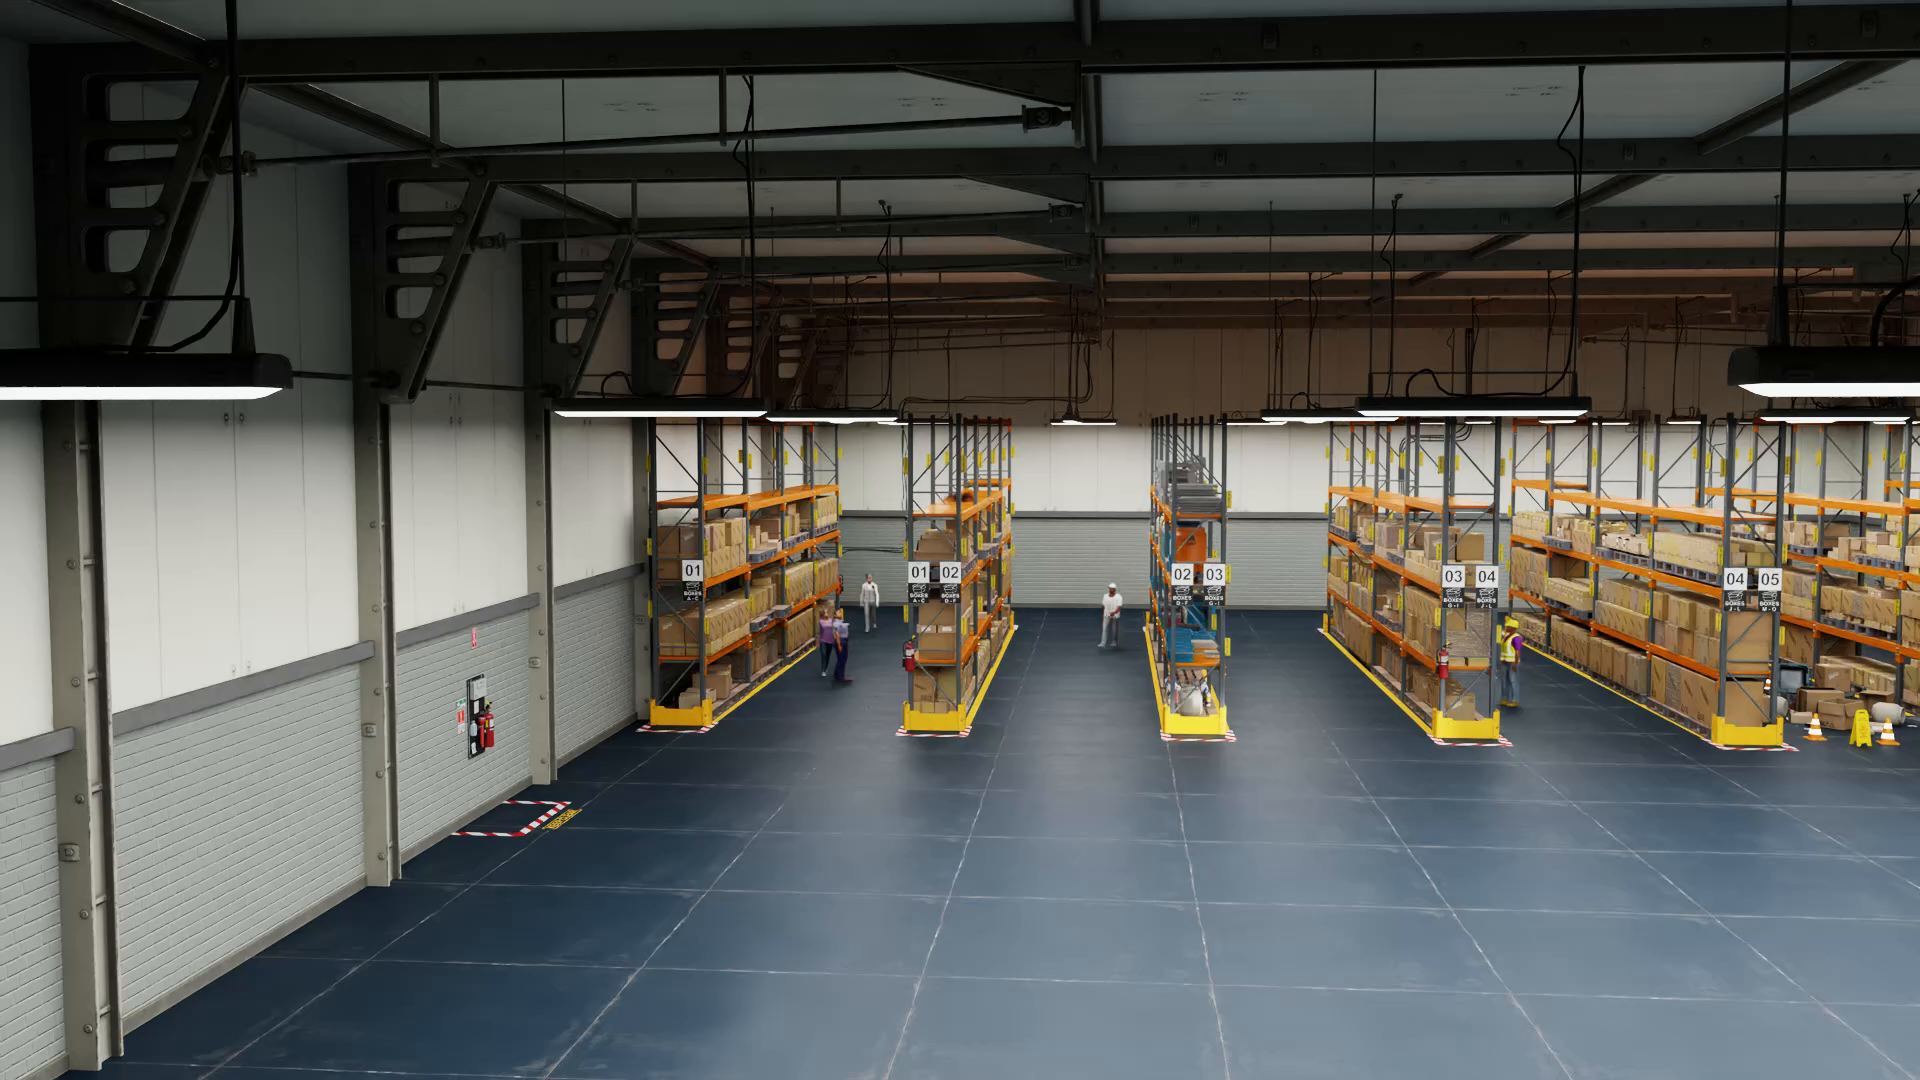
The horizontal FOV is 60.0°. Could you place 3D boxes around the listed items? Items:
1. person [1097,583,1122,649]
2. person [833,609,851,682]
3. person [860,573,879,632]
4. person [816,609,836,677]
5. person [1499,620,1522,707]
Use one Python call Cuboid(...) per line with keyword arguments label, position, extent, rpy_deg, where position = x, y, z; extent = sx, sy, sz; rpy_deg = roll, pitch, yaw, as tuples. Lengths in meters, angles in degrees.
Cuboid(label="person", position=(3.868, 1.955, 42.916), extent=(0.640, 1.691, 1.103), rpy_deg=(2, 4, 24))
Cuboid(label="person", position=(-2.663, 2.386, 37.520), extent=(0.425, 1.621, 0.552), rpy_deg=(-1, 4, -8))
Cuboid(label="person", position=(-2.551, 1.729, 46.898), extent=(0.548, 1.601, 1.007), rpy_deg=(0, 4, 1))
Cuboid(label="person", position=(-3.085, 2.366, 38.538), extent=(0.501, 1.526, 0.904), rpy_deg=(-1, 4, -12))
Cuboid(label="person", position=(11.349, 2.527, 34.324), extent=(0.454, 1.770, 0.578), rpy_deg=(-2, 4, -29))
